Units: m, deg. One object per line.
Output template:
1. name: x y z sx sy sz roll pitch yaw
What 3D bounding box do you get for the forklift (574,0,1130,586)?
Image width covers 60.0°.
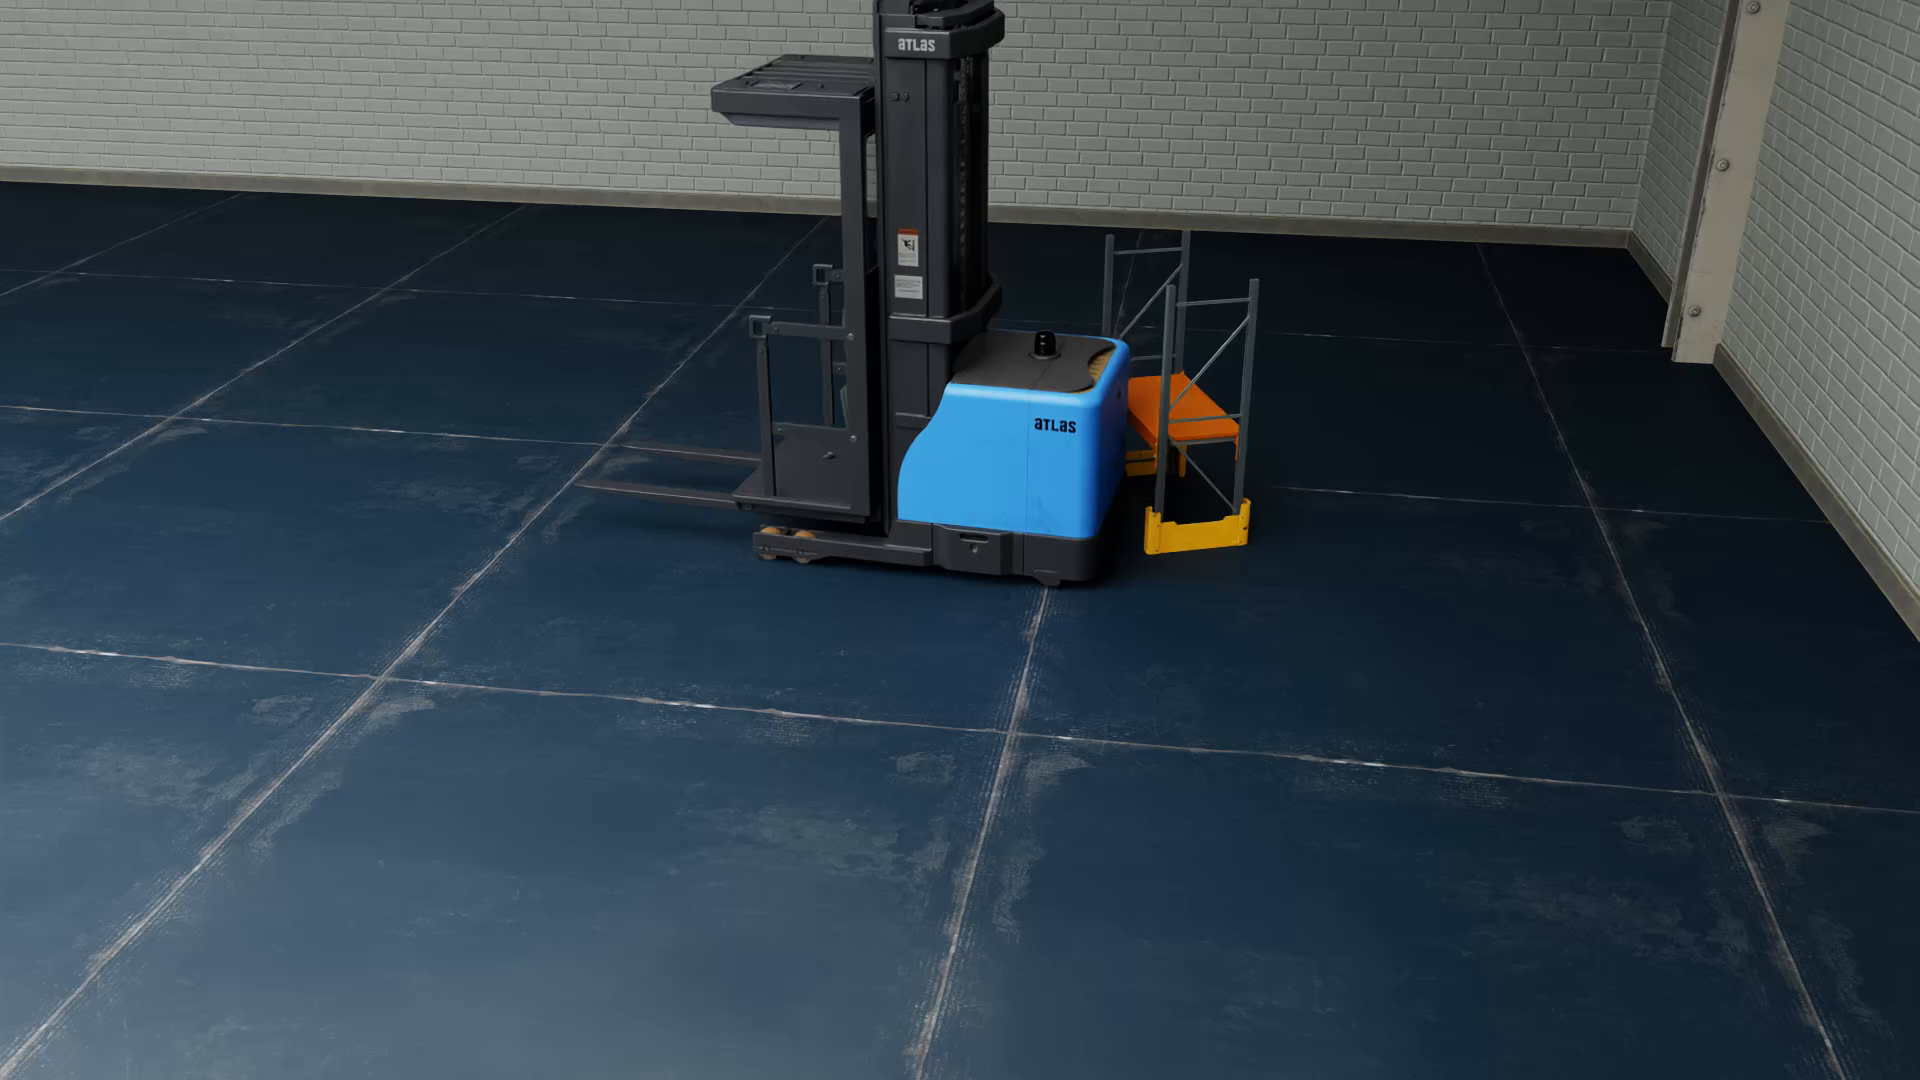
1. forklift: -0.635 -1.415 8.815 3.031 2.935 1.130 6 26 13

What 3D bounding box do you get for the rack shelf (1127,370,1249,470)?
1. rack shelf: 1.185 -0.690 9.379 0.538 0.185 1.000 -6 26 -12

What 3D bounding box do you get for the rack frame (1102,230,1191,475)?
1. rack frame: 1.070 -1.062 9.751 0.500 1.500 0.032 -6 26 -12

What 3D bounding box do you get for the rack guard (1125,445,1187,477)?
1. rack guard: 1.074 -0.488 9.999 0.587 0.250 0.087 -6 26 -12

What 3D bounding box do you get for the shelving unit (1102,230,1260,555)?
1. shelving unit: 1.187 -0.849 9.294 0.587 1.500 1.083 -6 26 -12

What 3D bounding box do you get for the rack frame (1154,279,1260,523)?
1. rack frame: 1.301 -0.643 8.854 0.500 1.500 0.032 -6 26 -12

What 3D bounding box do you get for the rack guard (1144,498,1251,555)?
1. rack guard: 1.301 -0.077 9.120 0.587 0.250 0.087 -6 26 -12

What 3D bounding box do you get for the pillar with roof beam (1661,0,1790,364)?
1. pillar with roof beam: 1.081 -5.733 10.883 9.100 9.000 0.400 4 25 9
